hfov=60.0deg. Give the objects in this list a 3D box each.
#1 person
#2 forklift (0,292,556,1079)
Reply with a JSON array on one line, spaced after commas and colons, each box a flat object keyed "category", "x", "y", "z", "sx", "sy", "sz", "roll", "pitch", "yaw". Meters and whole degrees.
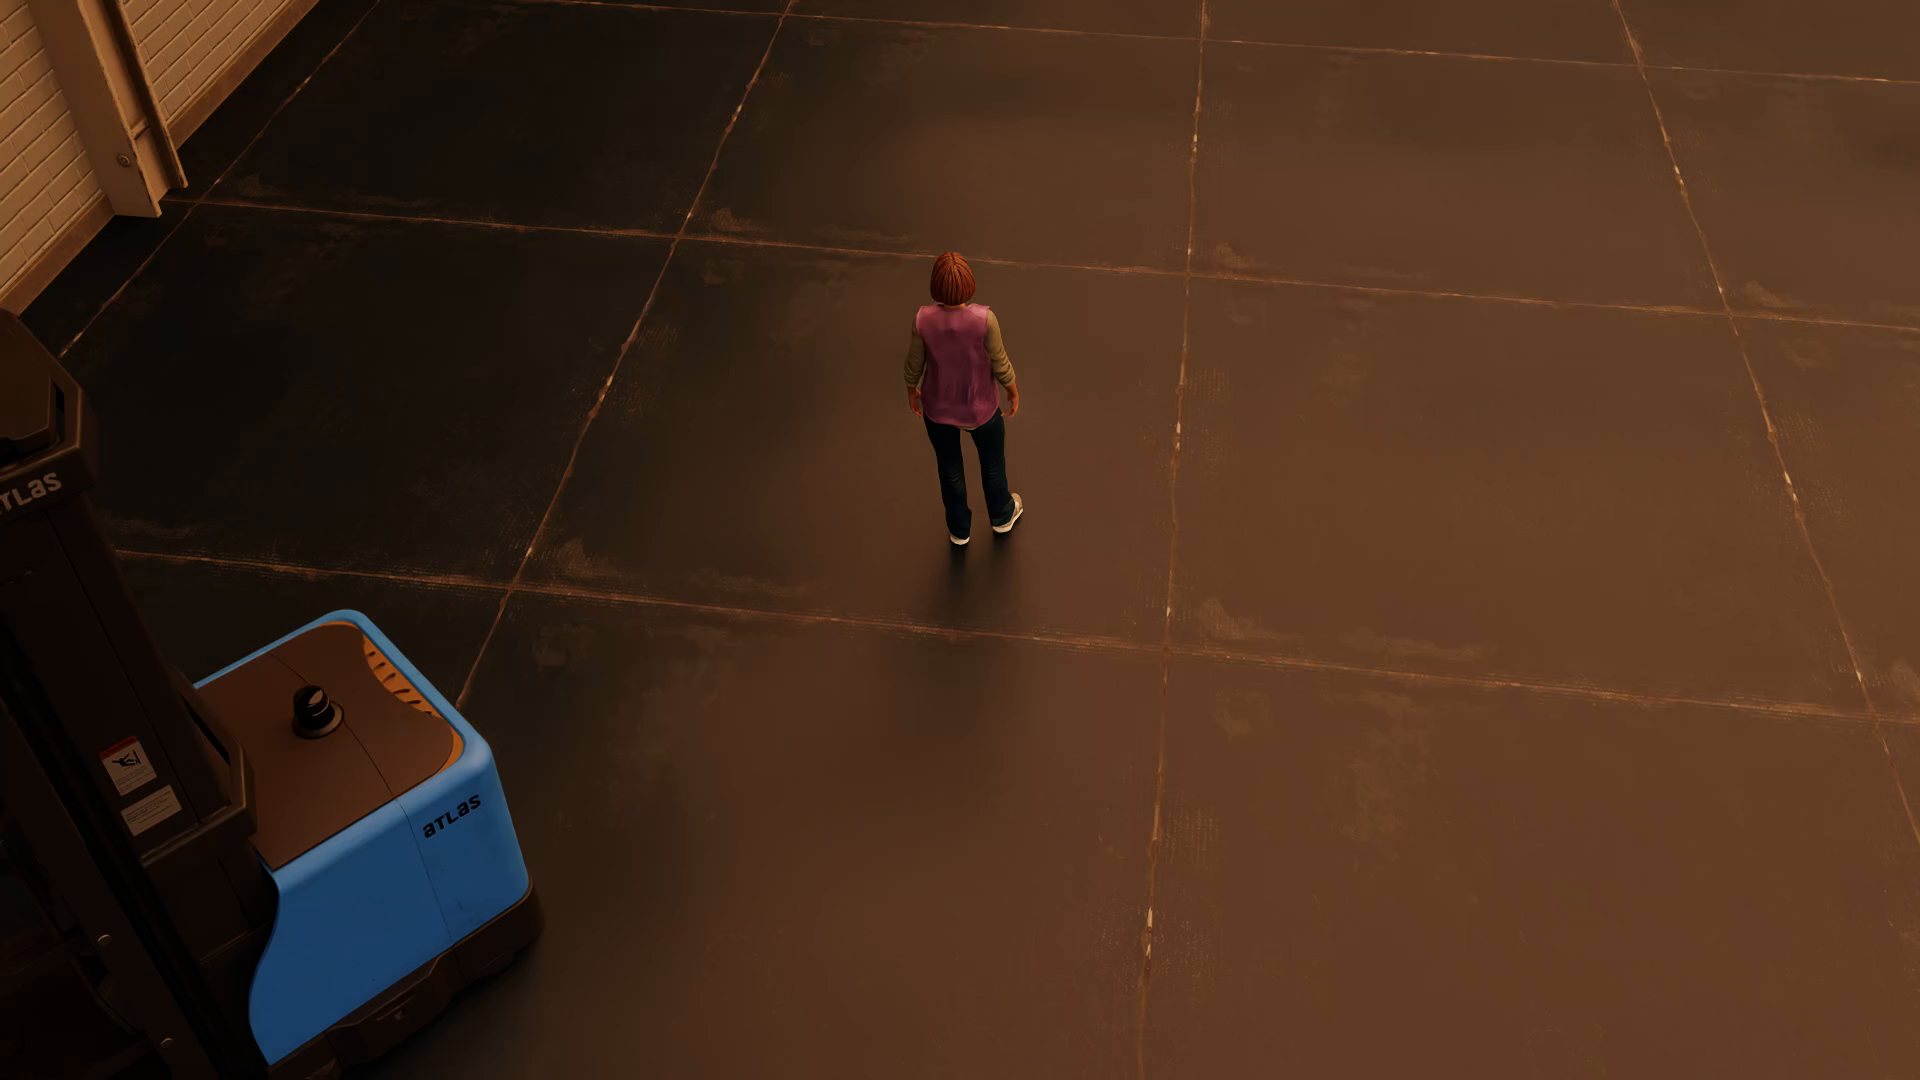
[{"category": "person", "x": 0.024, "y": -0.643, "z": 7.399, "sx": 0.520, "sy": 1.599, "sz": 0.473, "roll": 5, "pitch": 43, "yaw": 6}, {"category": "forklift", "x": -2.938, "y": 0.835, "z": 4.815, "sx": 3.031, "sy": 2.935, "sz": 1.130, "roll": -32, "pitch": 52, "yaw": -30}]
